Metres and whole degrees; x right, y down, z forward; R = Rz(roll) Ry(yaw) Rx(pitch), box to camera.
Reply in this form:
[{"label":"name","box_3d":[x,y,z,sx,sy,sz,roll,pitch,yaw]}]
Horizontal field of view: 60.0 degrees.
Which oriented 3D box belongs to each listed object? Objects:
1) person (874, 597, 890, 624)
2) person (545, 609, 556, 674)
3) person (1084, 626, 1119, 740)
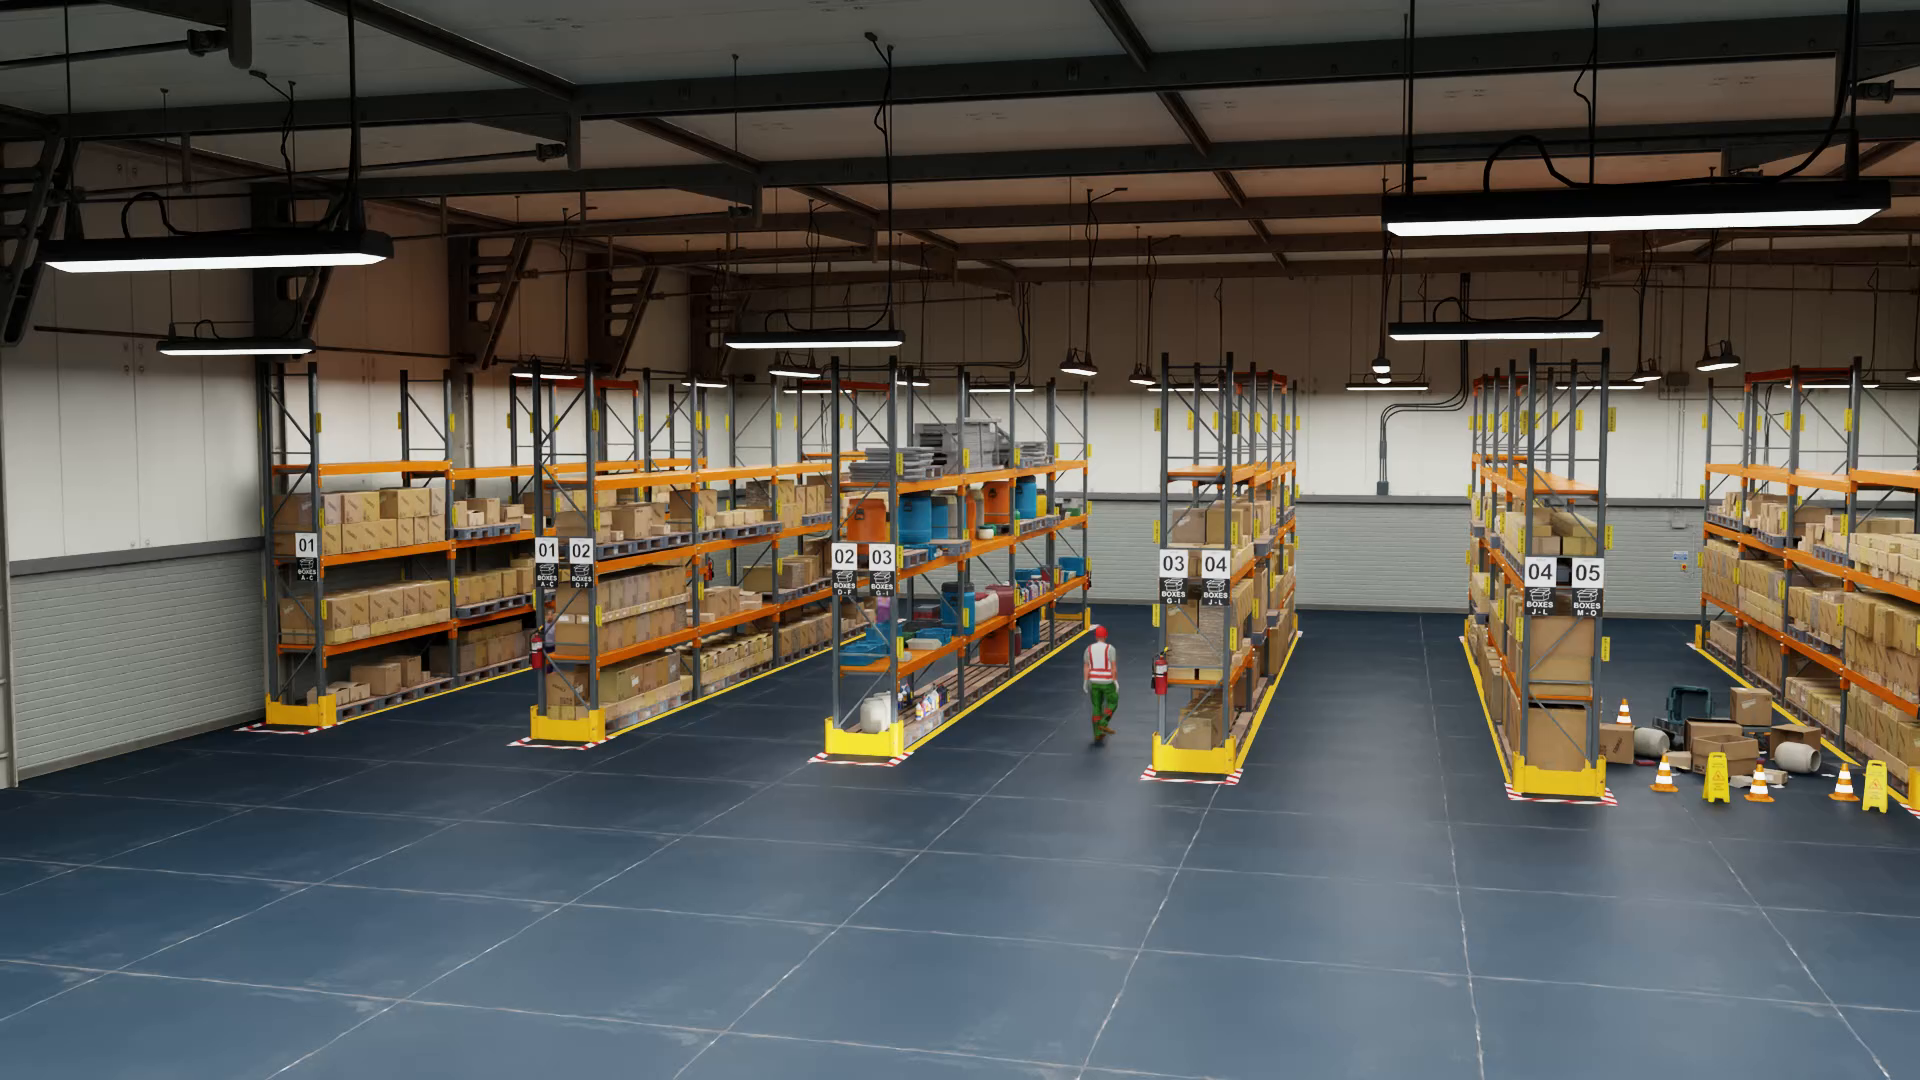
[{"label":"person","box_3d":[-1.594,1.703,35.193,0.412,1.497,0.918,1,4,14]},{"label":"person","box_3d":[-7.496,2.079,30.365,0.559,1.626,0.790,1,4,10]},{"label":"person","box_3d":[2.226,2.259,26.312,0.584,1.779,0.467,2,5,28]}]
